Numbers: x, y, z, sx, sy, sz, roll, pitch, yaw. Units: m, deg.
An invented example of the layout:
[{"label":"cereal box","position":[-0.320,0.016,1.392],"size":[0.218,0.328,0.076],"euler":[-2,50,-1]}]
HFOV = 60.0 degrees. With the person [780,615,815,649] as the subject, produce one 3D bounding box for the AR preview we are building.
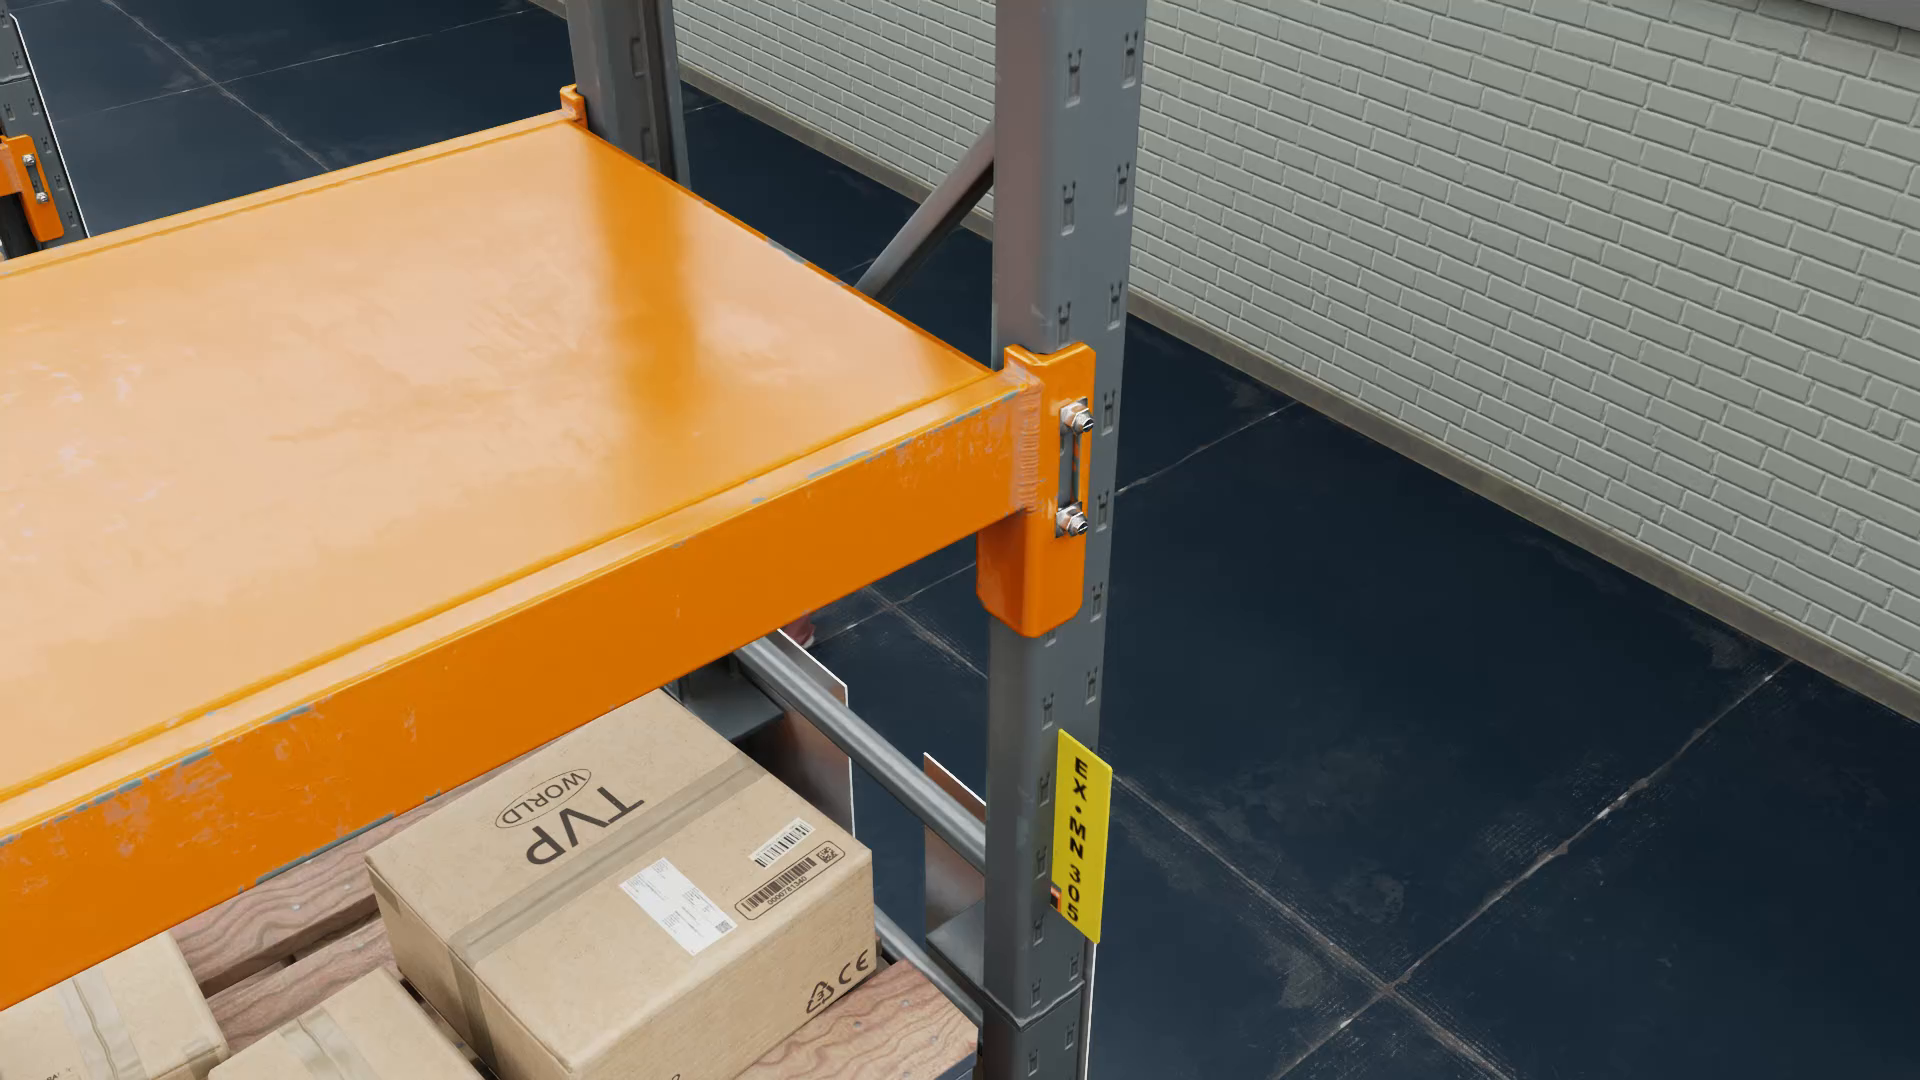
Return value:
[{"label":"person","position":[-0.865,-0.059,7.406],"size":[0.634,1.390,0.510],"euler":[-26,43,-31]}]
